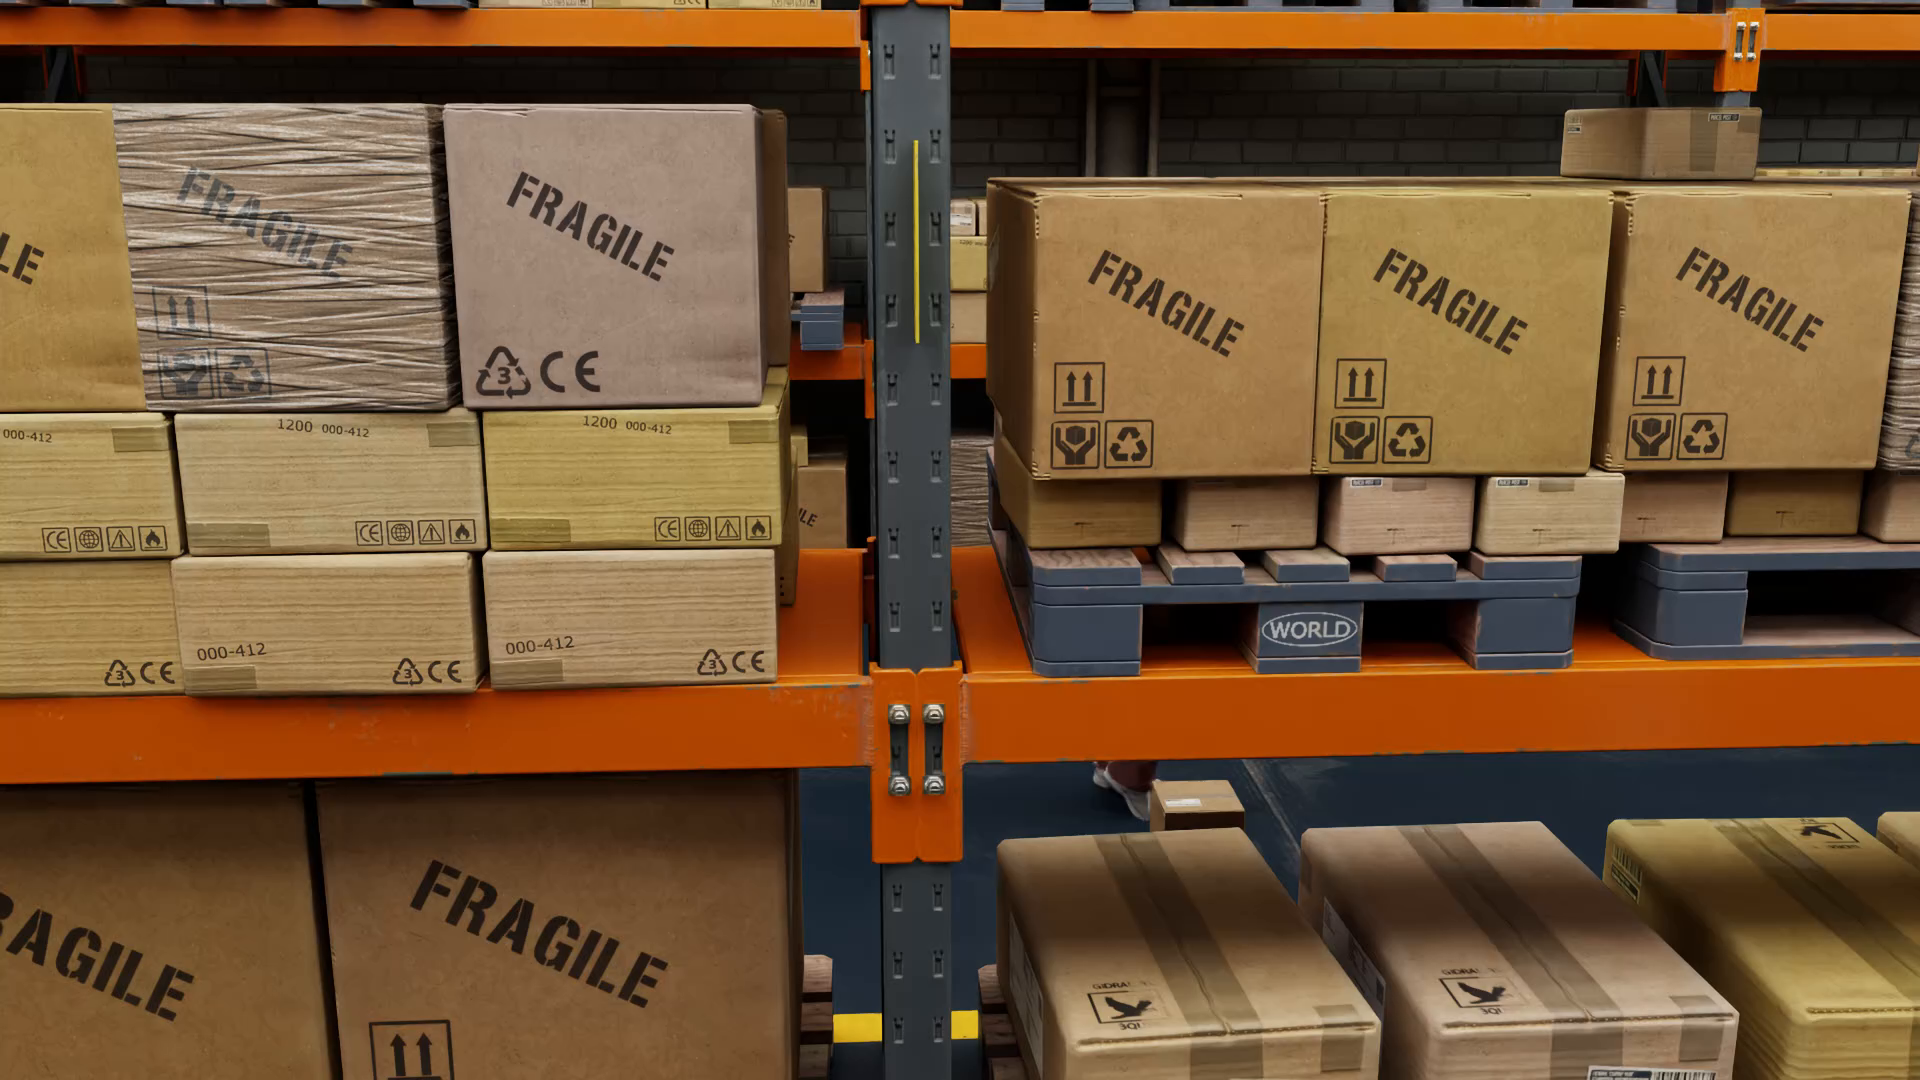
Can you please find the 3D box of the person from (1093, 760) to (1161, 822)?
[{"bbox_3d":[0.572,0.139,5.555,0.639,1.674,0.526,-12,18,-40],"label":"person"}]
